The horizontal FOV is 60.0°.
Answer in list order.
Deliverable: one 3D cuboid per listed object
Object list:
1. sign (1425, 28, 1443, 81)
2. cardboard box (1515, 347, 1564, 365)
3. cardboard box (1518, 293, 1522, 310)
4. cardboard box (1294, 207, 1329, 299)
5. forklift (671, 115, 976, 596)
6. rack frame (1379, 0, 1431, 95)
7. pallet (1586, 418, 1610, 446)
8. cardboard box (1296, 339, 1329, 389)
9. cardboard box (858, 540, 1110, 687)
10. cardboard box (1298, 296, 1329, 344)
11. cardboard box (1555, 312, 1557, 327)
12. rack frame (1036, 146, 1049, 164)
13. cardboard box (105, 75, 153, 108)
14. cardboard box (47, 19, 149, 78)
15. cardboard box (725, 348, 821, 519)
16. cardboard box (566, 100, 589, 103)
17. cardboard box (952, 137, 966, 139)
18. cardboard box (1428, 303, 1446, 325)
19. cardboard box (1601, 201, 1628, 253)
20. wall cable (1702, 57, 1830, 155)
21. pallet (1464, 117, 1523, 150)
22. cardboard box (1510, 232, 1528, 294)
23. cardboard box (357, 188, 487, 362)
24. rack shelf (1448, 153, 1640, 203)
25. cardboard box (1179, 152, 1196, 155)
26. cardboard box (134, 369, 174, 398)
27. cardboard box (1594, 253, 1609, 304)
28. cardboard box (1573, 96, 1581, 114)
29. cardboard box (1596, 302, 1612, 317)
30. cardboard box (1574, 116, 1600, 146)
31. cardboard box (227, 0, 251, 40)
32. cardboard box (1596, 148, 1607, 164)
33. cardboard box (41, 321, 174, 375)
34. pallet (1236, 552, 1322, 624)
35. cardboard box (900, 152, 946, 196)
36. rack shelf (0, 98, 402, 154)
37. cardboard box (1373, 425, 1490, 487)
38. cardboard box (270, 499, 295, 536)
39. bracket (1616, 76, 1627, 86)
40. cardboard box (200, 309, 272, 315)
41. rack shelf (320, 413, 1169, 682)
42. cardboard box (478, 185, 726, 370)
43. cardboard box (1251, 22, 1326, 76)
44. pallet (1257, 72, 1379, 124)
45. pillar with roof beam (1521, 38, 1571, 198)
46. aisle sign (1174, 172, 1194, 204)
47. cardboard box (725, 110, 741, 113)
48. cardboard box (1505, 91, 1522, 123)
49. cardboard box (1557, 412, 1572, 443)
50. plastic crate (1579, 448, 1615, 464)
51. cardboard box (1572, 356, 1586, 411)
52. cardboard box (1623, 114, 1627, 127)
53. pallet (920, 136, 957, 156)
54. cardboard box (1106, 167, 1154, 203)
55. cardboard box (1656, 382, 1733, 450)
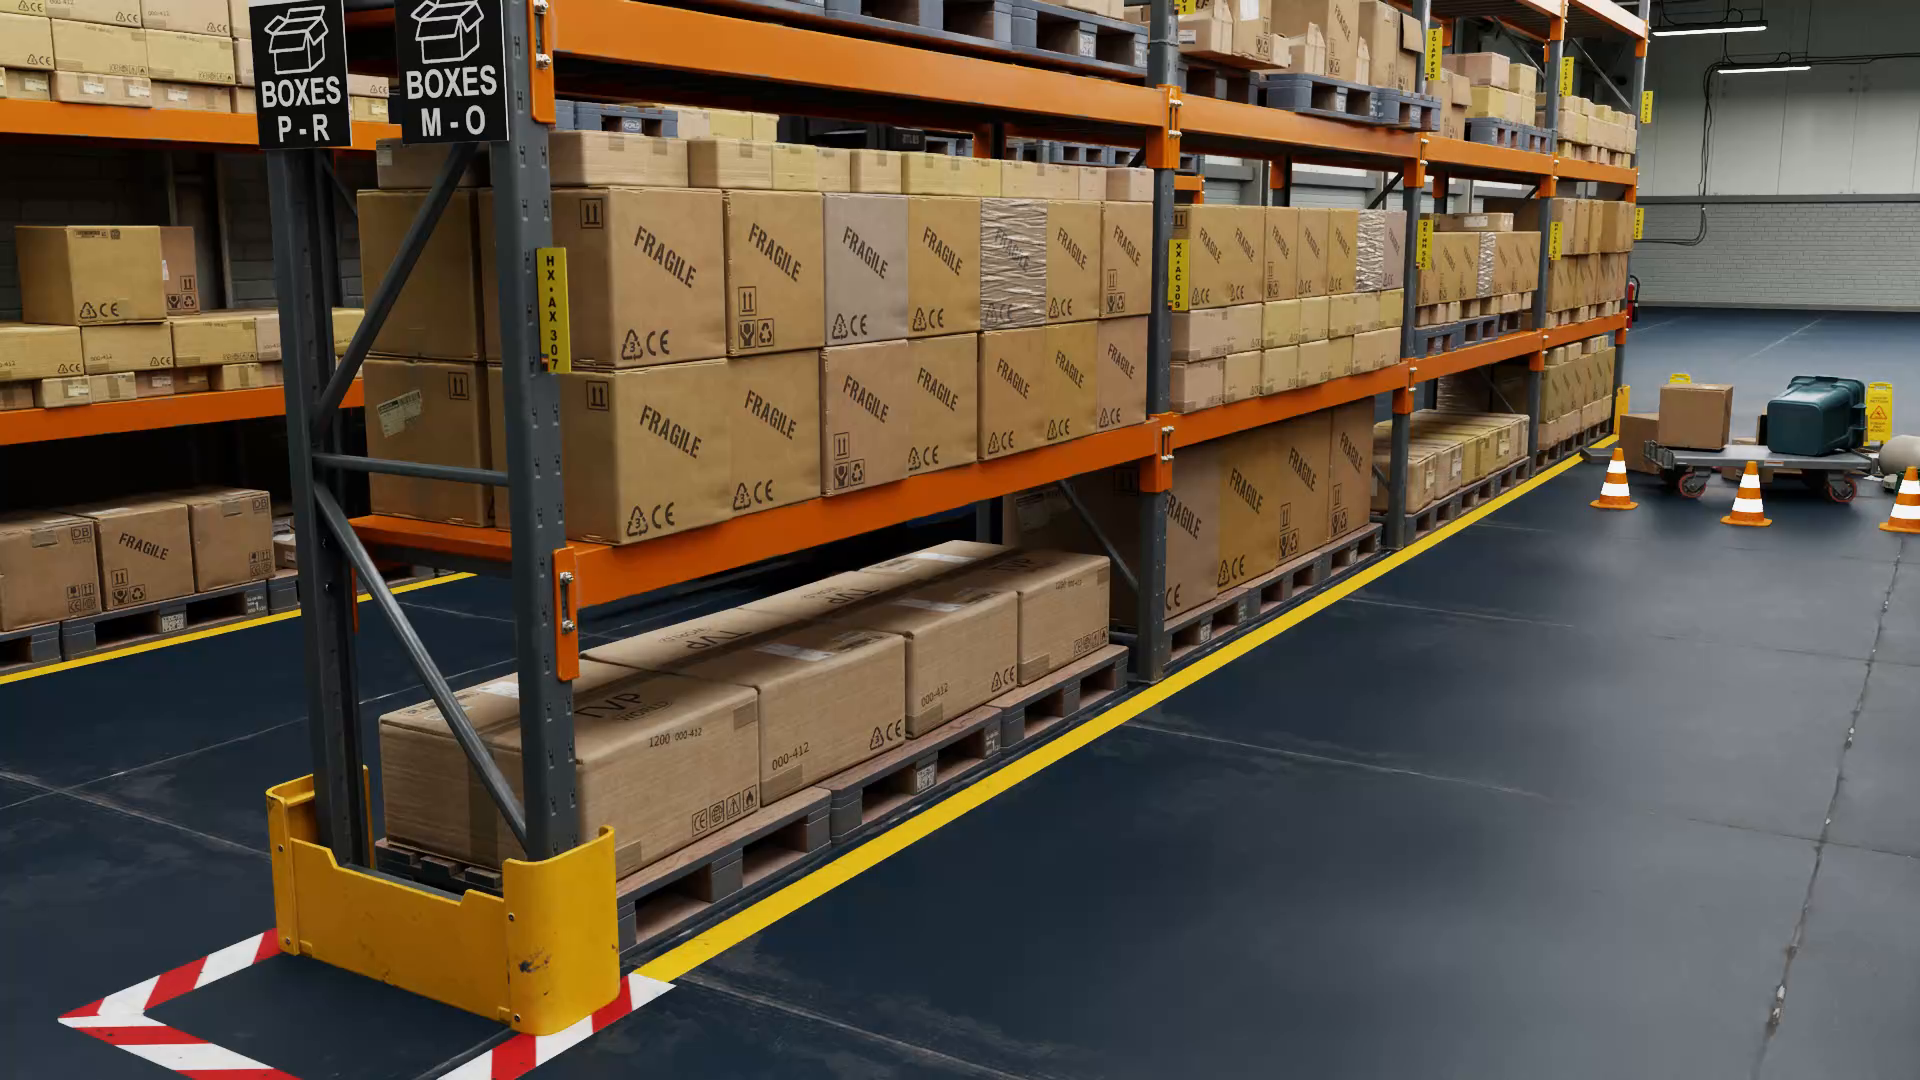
[{"bbox_3d":[3.087,-3.162,10.837,0.100,0.325,0.005,6,12,31],"label":"sign"},{"bbox_3d":[5.347,-1.701,15.336,0.380,0.149,0.250,7,12,32],"label":"cardboard box"},{"bbox_3d":[4.510,-2.014,14.017,0.380,0.149,0.250,6,12,29],"label":"cardboard box"},{"bbox_3d":[1.780,-1.646,9.518,0.500,0.500,0.500,6,12,30],"label":"cardboard box"},{"bbox_3d":[-1.000,-1.192,10.269,1.130,2.935,3.031,7,13,32],"label":"forklift"},{"bbox_3d":[2.617,-4.398,10.905,1.000,3.000,0.127,6,12,31],"label":"rack frame"},{"bbox_3d":[6.279,-1.200,17.706,1.003,0.211,1.213,6,12,31],"label":"pallet"},{"bbox_3d":[1.808,-1.029,9.619,0.500,0.250,0.500,6,12,30],"label":"cardboard box"},{"bbox_3d":[0.122,0.321,7.822,0.875,0.438,0.875,6,12,30],"label":"cardboard box"},{"bbox_3d":[1.802,-1.276,9.579,0.500,0.250,0.500,6,12,29],"label":"cardboard box"},{"bbox_3d":[5.218,-2.018,15.181,0.380,0.149,0.250,7,13,32],"label":"cardboard box"},{"bbox_3d":[0.449,-2.552,17.348,1.000,3.000,0.127,6,12,31],"label":"rack frame"},{"bbox_3d":[-4.413,-2.315,8.613,0.380,0.149,0.250,7,13,32],"label":"cardboard box"},{"bbox_3d":[-4.546,-2.500,8.518,0.500,0.250,0.500,6,12,30],"label":"cardboard box"},{"bbox_3d":[-0.803,-0.370,5.424,0.500,0.500,0.500,6,12,30],"label":"cardboard box"},{"bbox_3d":[-2.849,-3.203,11.942,0.380,0.149,0.250,6,12,31],"label":"cardboard box"},{"bbox_3d":[-0.159,-4.044,16.434,0.380,0.149,0.250,6,12,31],"label":"cardboard box"},{"bbox_3d":[3.301,-1.645,12.047,0.380,0.149,0.250,5,12,27],"label":"cardboard box"},{"bbox_3d":[6.245,-3.124,16.607,0.700,0.500,0.500,6,12,30],"label":"cardboard box"},{"bbox_3d":[21.941,-11.859,45.474,3.097,2.526,0.112,6,12,31],"label":"wall cable"},{"bbox_3d":[3.746,-3.210,13.222,1.213,0.211,1.003,6,12,31],"label":"pallet"},{"bbox_3d":[4.393,-2.307,13.820,0.500,0.500,0.500,6,12,31],"label":"cardboard box"},{"bbox_3d":[-1.490,-0.830,5.162,0.500,0.500,0.500,7,13,33],"label":"cardboard box"},{"bbox_3d":[5.732,-3.513,16.288,1.077,0.370,4.000,6,12,31],"label":"rack shelf"},{"bbox_3d":[2.504,-4.867,19.879,0.500,0.500,0.500,7,13,33],"label":"cardboard box"},{"bbox_3d":[-4.470,-0.855,8.966,0.380,0.149,0.250,6,12,31],"label":"cardboard box"},{"bbox_3d":[6.197,-2.634,16.708,0.500,0.500,0.500,6,12,30],"label":"cardboard box"},{"bbox_3d":[5.391,-3.924,15.040,0.380,0.149,0.250,6,12,29],"label":"cardboard box"},{"bbox_3d":[6.463,-2.372,17.072,0.380,0.149,0.250,7,12,32],"label":"cardboard box"},{"bbox_3d":[5.687,-3.828,15.610,0.500,0.250,0.500,7,12,31],"label":"cardboard box"},{"bbox_3d":[-4.017,-2.903,9.314,0.500,0.250,0.500,6,12,30],"label":"cardboard box"},{"bbox_3d":[6.065,-3.730,16.170,0.380,0.149,0.250,6,12,30],"label":"cardboard box"},{"bbox_3d":[-4.546,-1.024,8.789,0.500,0.250,0.500,6,12,29],"label":"cardboard box"},{"bbox_3d":[1.509,0.229,10.069,1.003,0.211,1.213,6,12,31],"label":"pallet"},{"bbox_3d":[-0.275,-1.320,6.014,0.380,0.149,0.250,6,12,29],"label":"cardboard box"},{"bbox_3d":[-4.743,-2.100,8.737,1.077,0.370,4.000,6,12,31],"label":"rack shelf"},{"bbox_3d":[3.693,-0.687,13.388,0.950,0.372,0.625,7,13,33],"label":"cardboard box"},{"bbox_3d":[-4.249,-0.097,10.401,0.500,0.311,0.500,7,13,33],"label":"cardboard box"},{"bbox_3d":[18.719,-12.998,47.060,0.235,0.232,0.430,6,12,31],"label":"bracket"},{"bbox_3d":[-4.447,-1.234,9.910,0.500,0.250,0.500,6,12,30],"label":"cardboard box"},{"bbox_3d":[-0.498,-0.152,6.483,1.077,0.370,4.000,6,12,31],"label":"rack shelf"},{"bbox_3d":[-1.044,-0.780,4.894,0.500,0.500,0.500,6,12,29],"label":"cardboard box"},{"bbox_3d":[1.788,-2.689,9.151,0.396,0.266,0.258,8,13,35],"label":"cardboard box"},{"bbox_3d":[1.750,-2.548,9.690,1.003,0.211,1.213,7,13,33],"label":"pallet"},{"bbox_3d":[17.534,-9.469,37.996,9.100,9.000,0.548,6,12,31],"label":"pillar with roof beam"},{"bbox_3d":[2.811,-4.441,20.374,0.394,0.787,0.004,6,12,31],"label":"aisle sign"},{"bbox_3d":[-1.915,-3.363,12.852,0.380,0.149,0.250,7,13,32],"label":"cardboard box"},{"bbox_3d":[4.247,-3.500,13.530,0.500,0.250,0.500,7,12,31],"label":"cardboard box"},{"bbox_3d":[5.498,-1.085,15.844,0.500,0.250,0.500,7,13,34],"label":"cardboard box"},{"bbox_3d":[6.209,-0.812,15.987,0.402,0.080,0.583,2,11,11],"label":"plastic crate"},{"bbox_3d":[5.769,-1.535,16.211,0.500,0.500,0.500,7,13,34],"label":"cardboard box"},{"bbox_3d":[6.680,-4.332,17.220,0.380,0.149,0.250,7,12,32],"label":"cardboard box"},{"bbox_3d":[-0.774,-3.596,15.285,1.003,0.211,1.213,7,13,33],"label":"pallet"},{"bbox_3d":[0.652,-1.601,7.515,0.380,0.149,0.250,6,12,30],"label":"cardboard box"},{"bbox_3d":[6.230,-1.056,14.095,0.500,0.500,0.500,6,12,31],"label":"cardboard box"}]
